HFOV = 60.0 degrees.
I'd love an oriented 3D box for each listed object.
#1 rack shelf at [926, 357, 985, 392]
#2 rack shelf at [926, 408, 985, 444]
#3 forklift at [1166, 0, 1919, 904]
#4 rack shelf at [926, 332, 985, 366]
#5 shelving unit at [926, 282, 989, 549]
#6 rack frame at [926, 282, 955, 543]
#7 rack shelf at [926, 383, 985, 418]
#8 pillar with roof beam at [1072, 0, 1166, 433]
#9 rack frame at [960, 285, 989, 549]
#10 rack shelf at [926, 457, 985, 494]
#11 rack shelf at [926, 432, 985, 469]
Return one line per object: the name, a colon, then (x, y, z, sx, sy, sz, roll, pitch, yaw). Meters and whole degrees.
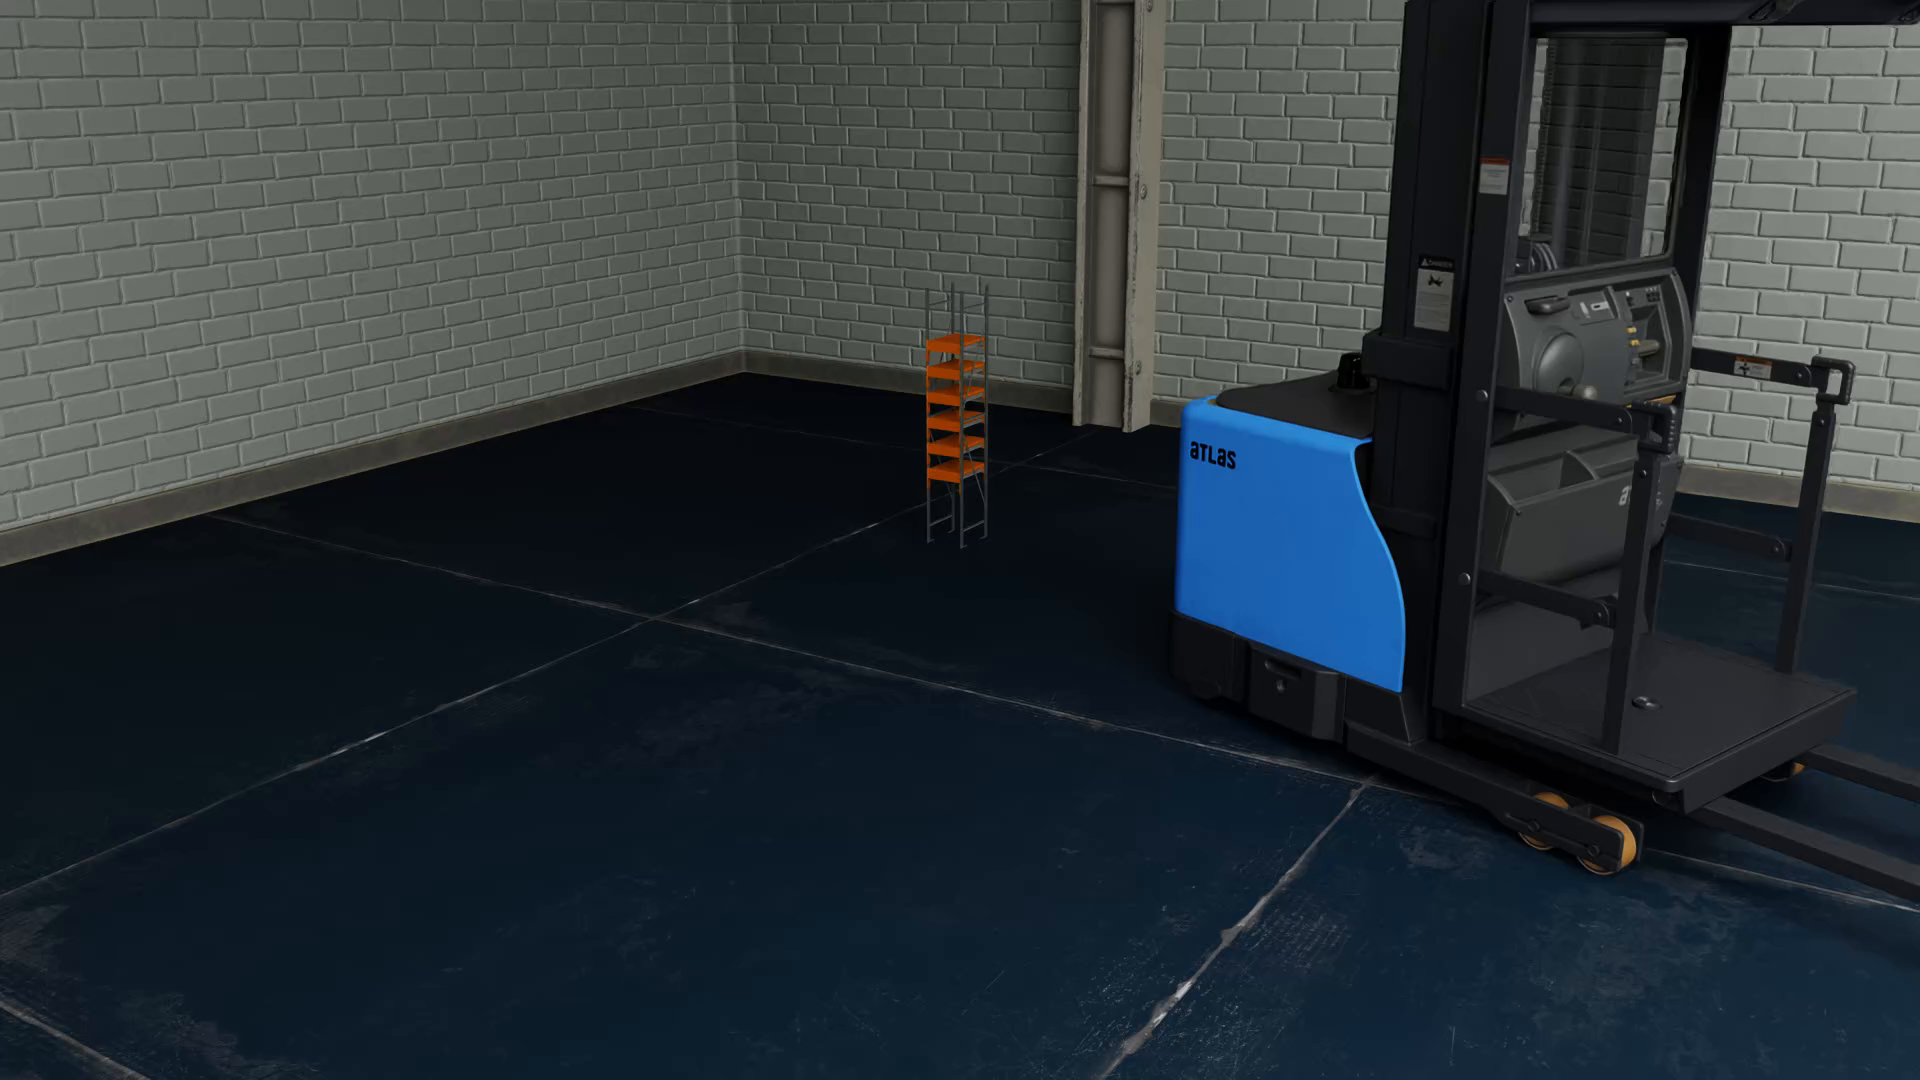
rack shelf: (-0.012, -0.763, 7.657, 0.180, 0.103, 0.258, 10, 20, 30)
rack shelf: (-0.012, -0.534, 7.727, 0.180, 0.103, 0.258, 10, 20, 30)
forklift: (2.059, -0.611, 4.850, 1.130, 2.935, 3.031, -13, 21, -36)
rack shelf: (-0.012, -0.878, 7.622, 0.180, 0.103, 0.258, 10, 20, 30)
shelving unit: (-0.012, -0.576, 7.714, 0.189, 1.200, 0.258, 10, 20, 30)
rack frame: (-0.090, -0.590, 7.760, 0.006, 1.200, 0.240, 10, 20, 30)
rack shelf: (-0.012, -0.649, 7.692, 0.180, 0.103, 0.258, 10, 20, 30)
pillar with roof beam: (-1.318, -3.953, 5.413, 0.400, 9.000, 9.100, 10, 20, 30)
rack frame: (0.066, -0.562, 7.668, 0.006, 1.200, 0.240, 10, 20, 30)
rack shelf: (-0.012, -0.304, 7.797, 0.180, 0.103, 0.258, 10, 20, 30)
rack shelf: (-0.012, -0.419, 7.762, 0.180, 0.103, 0.258, 10, 20, 30)
